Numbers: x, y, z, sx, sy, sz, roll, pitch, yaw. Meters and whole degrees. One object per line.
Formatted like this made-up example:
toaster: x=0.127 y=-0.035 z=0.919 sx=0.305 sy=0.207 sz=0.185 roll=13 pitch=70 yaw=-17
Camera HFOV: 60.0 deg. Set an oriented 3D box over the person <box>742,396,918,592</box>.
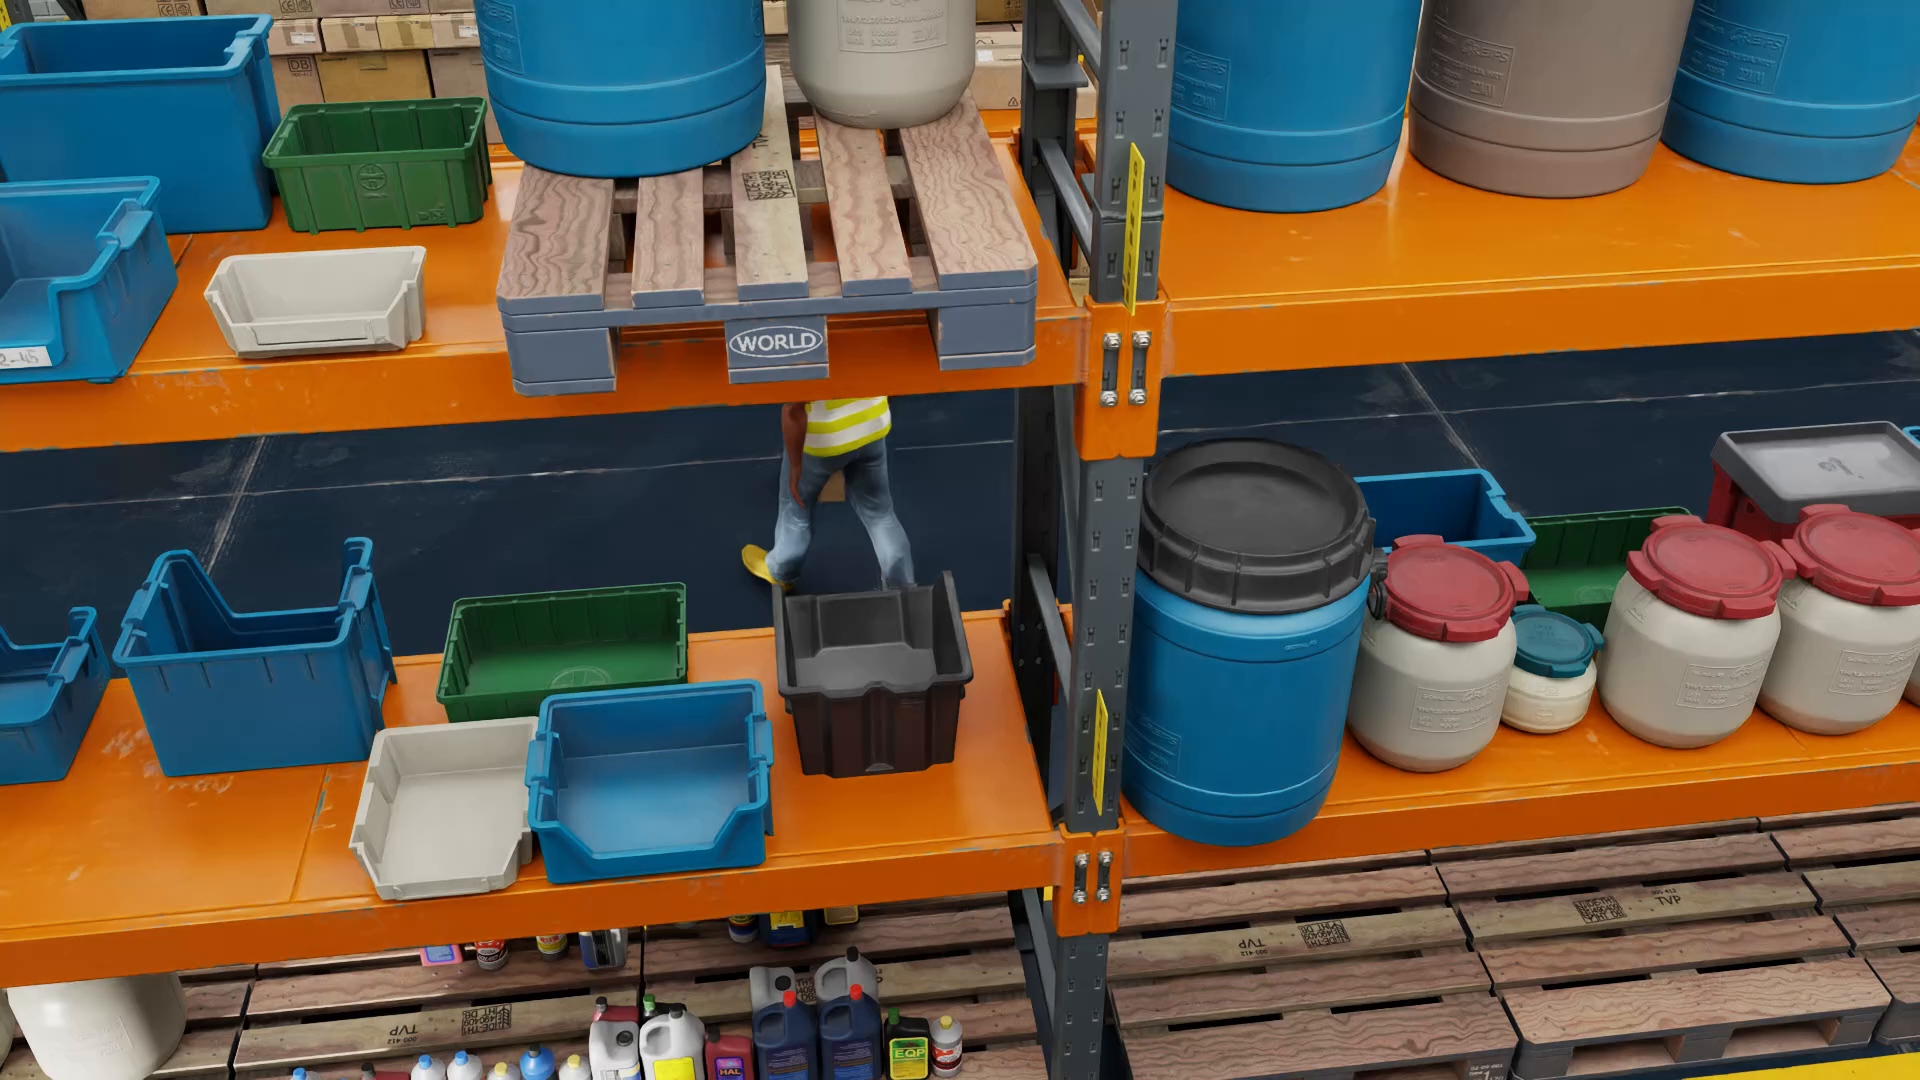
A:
person: x=-0.520 y=-0.465 z=6.791 sx=0.600 sy=1.742 sz=0.894 roll=-20 pitch=40 yaw=-27
